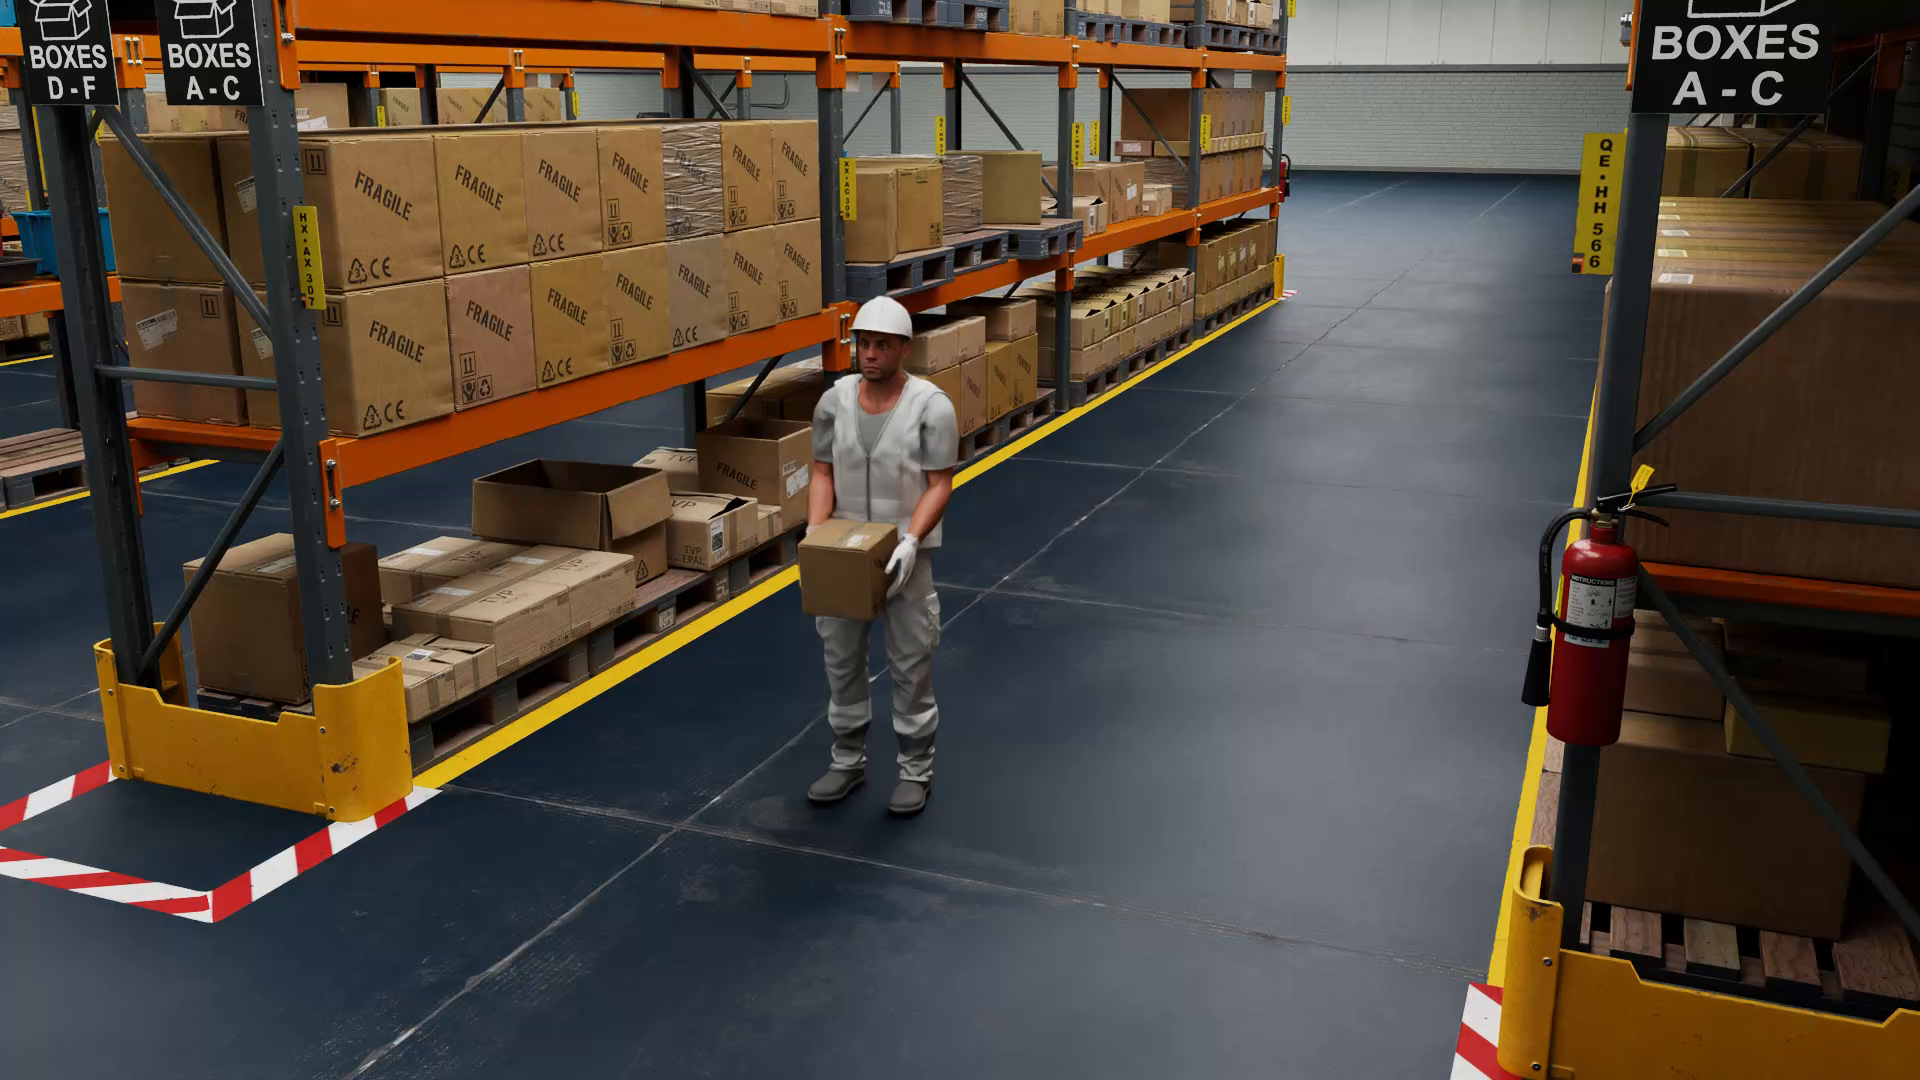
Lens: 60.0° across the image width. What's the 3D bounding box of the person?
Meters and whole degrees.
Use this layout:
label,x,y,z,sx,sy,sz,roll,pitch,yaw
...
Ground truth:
label,x,y,z,sx,sy,sz,roll,pitch,yaw
person,-0.287,0.068,5.717,0.529,1.794,0.498,6,16,20
